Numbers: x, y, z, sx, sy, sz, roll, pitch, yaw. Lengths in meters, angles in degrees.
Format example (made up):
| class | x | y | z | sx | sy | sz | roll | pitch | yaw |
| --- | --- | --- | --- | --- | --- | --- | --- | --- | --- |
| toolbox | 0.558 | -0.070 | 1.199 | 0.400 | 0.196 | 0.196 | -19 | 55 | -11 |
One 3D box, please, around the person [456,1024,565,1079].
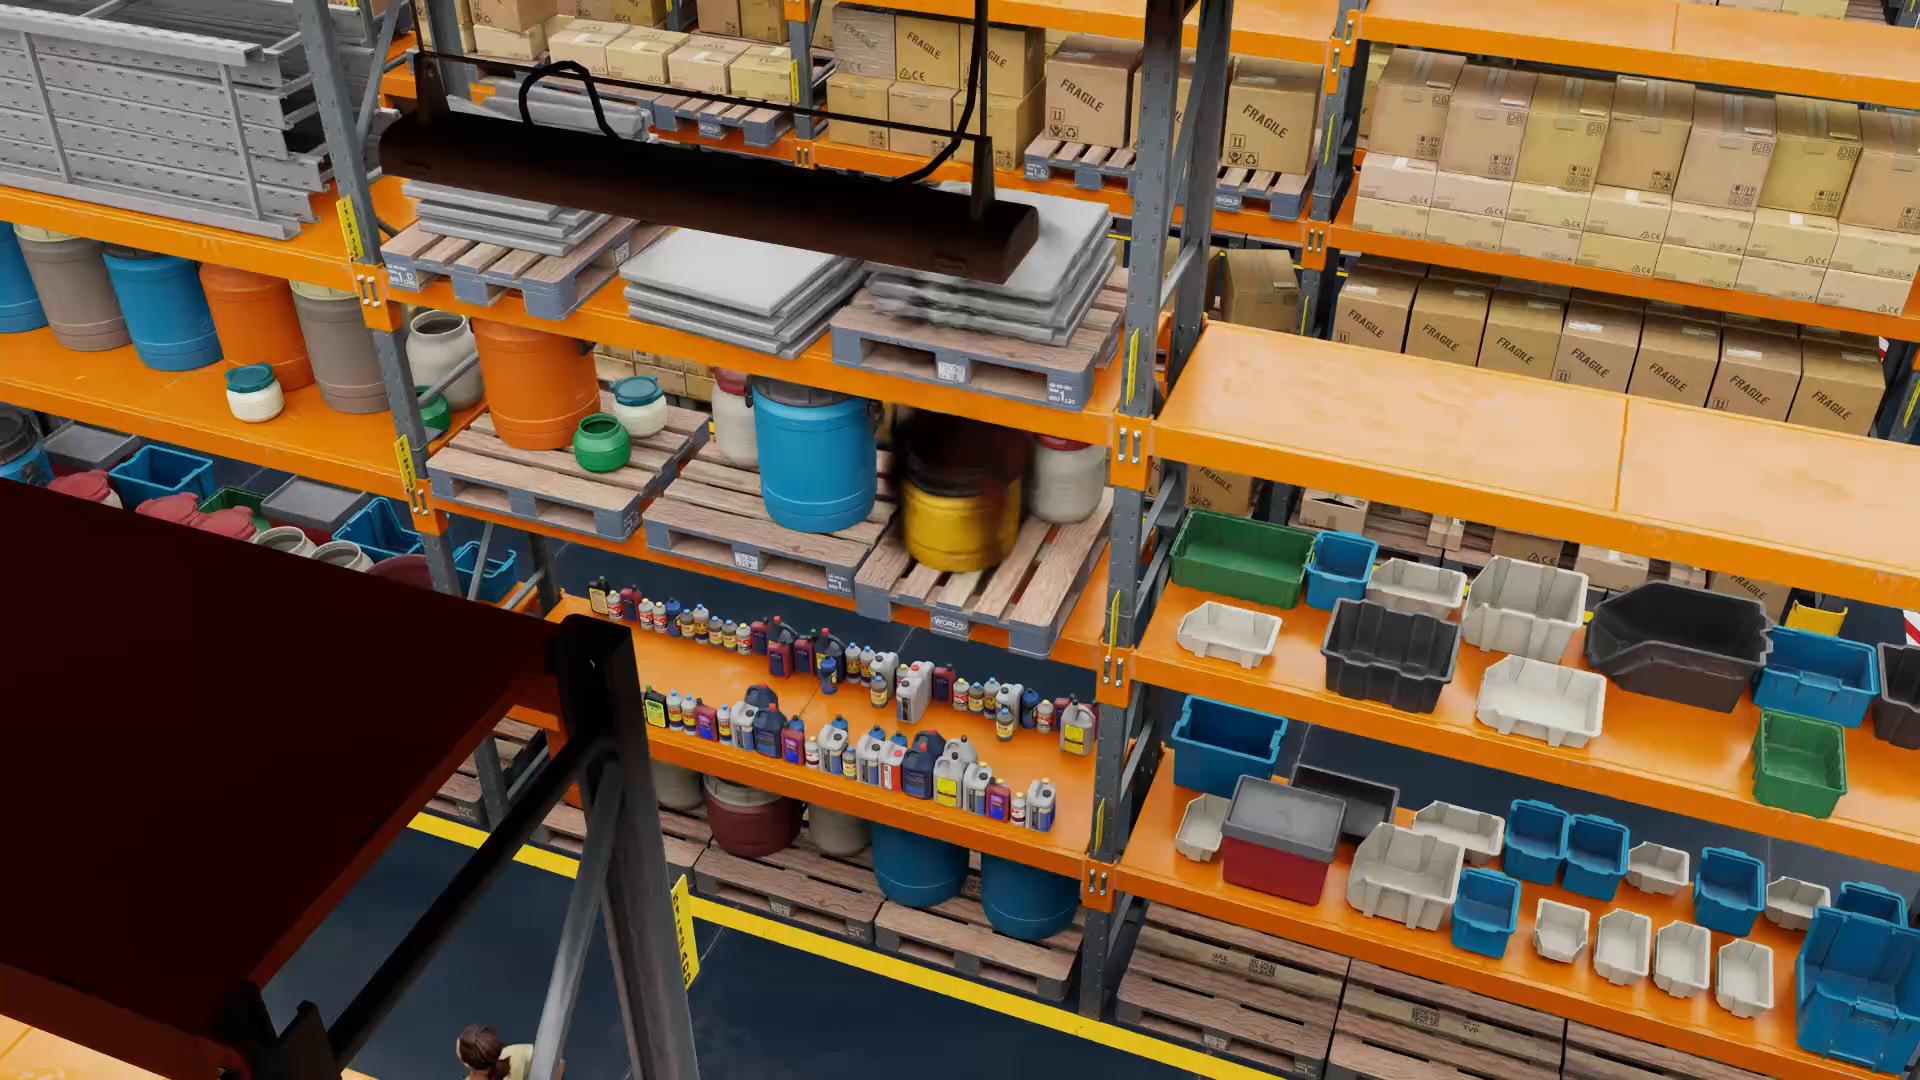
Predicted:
| class | x | y | z | sx | sy | sz | roll | pitch | yaw |
| --- | --- | --- | --- | --- | --- | --- | --- | --- | --- |
| person | -2.228 | 2.902 | 8.079 | 0.619 | 1.648 | 0.573 | 10 | 38 | 14 |
